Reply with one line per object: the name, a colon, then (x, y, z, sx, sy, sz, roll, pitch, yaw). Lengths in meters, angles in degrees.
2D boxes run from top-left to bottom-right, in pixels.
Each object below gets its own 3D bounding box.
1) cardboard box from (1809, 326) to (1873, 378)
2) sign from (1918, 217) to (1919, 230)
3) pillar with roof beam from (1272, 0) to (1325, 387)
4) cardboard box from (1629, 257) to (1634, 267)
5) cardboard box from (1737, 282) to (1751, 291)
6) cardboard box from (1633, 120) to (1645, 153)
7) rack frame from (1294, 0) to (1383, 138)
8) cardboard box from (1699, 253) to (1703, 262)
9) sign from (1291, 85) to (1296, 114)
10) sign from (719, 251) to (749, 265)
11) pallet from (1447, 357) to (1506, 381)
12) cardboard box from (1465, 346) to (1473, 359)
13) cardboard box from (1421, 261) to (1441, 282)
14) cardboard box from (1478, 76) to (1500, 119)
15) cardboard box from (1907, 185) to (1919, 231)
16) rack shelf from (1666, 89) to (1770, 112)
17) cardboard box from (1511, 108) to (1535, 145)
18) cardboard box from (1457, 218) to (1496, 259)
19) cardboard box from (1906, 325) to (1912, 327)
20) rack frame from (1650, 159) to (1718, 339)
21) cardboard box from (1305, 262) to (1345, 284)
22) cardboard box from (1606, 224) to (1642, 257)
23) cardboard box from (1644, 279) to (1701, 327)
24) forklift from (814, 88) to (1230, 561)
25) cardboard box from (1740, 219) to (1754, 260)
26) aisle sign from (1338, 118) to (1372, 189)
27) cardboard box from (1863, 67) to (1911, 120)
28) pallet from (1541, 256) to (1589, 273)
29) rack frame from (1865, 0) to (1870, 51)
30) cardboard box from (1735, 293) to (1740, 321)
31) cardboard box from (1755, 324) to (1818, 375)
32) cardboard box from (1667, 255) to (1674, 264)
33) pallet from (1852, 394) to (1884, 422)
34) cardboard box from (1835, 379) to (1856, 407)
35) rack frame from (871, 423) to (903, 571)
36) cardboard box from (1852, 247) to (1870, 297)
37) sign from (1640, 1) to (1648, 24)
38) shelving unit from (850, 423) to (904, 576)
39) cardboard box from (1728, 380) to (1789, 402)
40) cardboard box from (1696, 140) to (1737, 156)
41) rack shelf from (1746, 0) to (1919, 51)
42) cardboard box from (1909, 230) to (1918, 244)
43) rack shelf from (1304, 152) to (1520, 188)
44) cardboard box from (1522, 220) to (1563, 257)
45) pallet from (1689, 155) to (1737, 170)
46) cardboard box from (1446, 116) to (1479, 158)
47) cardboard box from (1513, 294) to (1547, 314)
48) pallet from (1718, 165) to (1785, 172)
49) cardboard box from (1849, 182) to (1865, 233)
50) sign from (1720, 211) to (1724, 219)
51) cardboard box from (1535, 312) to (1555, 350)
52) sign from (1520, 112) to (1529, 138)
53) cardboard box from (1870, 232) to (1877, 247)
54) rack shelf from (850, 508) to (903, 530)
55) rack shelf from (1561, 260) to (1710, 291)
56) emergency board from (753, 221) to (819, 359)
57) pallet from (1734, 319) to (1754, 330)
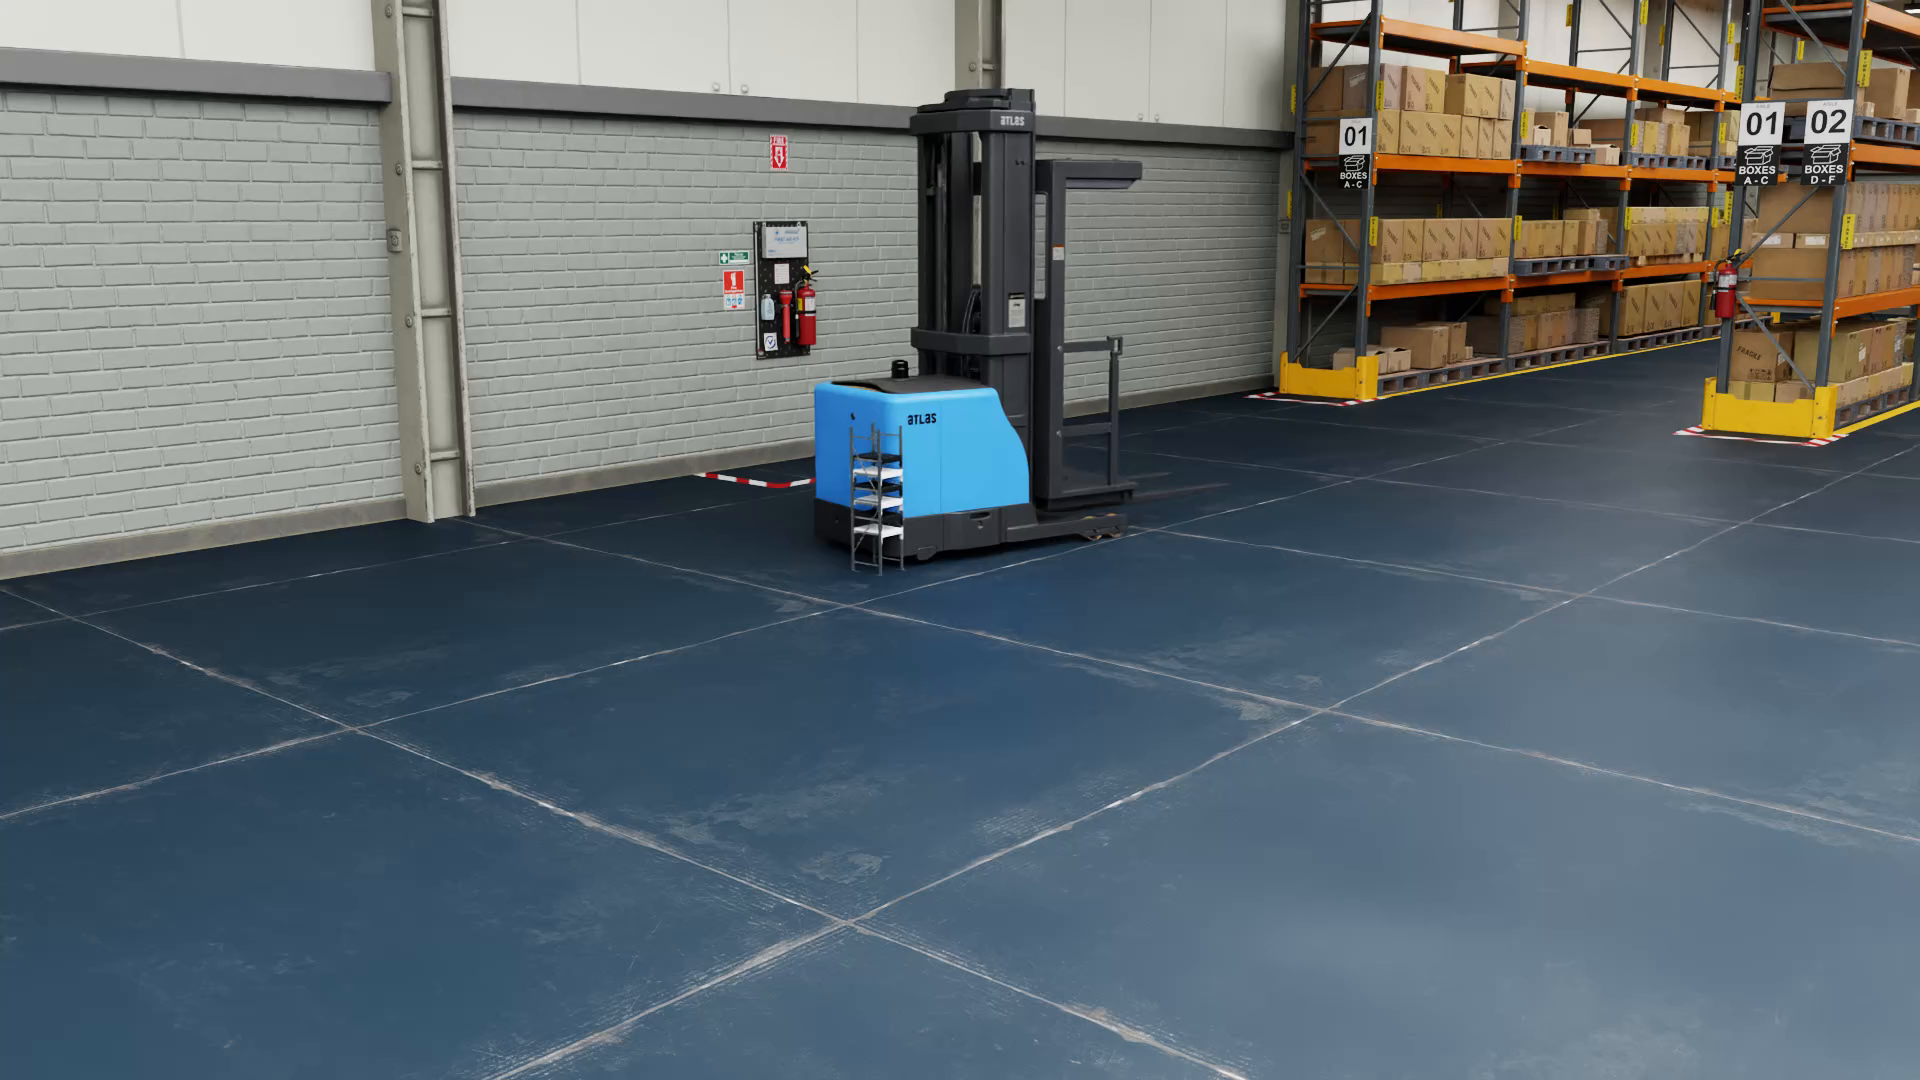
cardboard box: (9.234, -1.977, 17.485, 0.500, 0.500, 0.500, 10, 15, 40)
sign: (12.931, -4.327, 22.465, 0.100, 0.325, 0.005, 10, 15, 40)
pillar with roof beam: (7.386, -5.793, 17.239, 9.100, 9.000, 0.400, 10, 15, 40)
cardboard box: (10.185, -4.311, 25.726, 0.380, 0.149, 0.250, 10, 15, 41)
cardboard box: (14.399, -4.649, 30.482, 0.380, 0.149, 0.250, 10, 15, 42)
cardboard box: (10.208, -6.269, 25.902, 0.700, 0.500, 0.500, 9, 14, 37)
rack frame: (4.340, -6.135, 18.950, 1.000, 3.000, 0.127, 10, 15, 40)
cardboard box: (12.251, -4.758, 27.967, 0.380, 0.149, 0.250, 10, 15, 41)
sign: (3.936, -5.172, 19.531, 0.100, 0.325, 0.005, 10, 15, 40)
sign: (-1.901, -2.375, 13.999, 0.001, 0.109, 0.331, 10, 15, 40)
pallet: (6.564, -2.310, 22.239, 1.003, 0.211, 1.213, 10, 15, 40)
cardboard box: (6.650, -2.525, 22.305, 0.380, 0.166, 0.250, 7, 14, 33)
cardboard box: (5.573, -3.312, 20.467, 0.500, 0.250, 0.500, 9, 15, 39)
cardboard box: (6.498, -5.610, 21.123, 0.500, 0.500, 0.500, 11, 16, 43)
cardboard box: (10.416, -3.760, 18.812, 0.700, 0.500, 0.500, 10, 15, 41)
rack shelf: (13.582, -7.645, 29.372, 1.077, 0.370, 4.000, 10, 15, 40)
cardboard box: (7.401, -5.577, 22.490, 0.500, 0.500, 0.500, -9, 15, -39)
cardboard box: (6.576, -3.901, 21.503, 0.500, 0.500, 0.500, 10, 15, 40)
cardboard box: (11.760, -2.594, 21.058, 0.500, 0.311, 0.500, 10, 15, 40)
rack frame: (12.261, -4.958, 28.377, 1.000, 3.000, 0.127, 10, 15, 40)
cardboard box: (4.503, -3.223, 20.020, 0.500, 0.250, 0.500, 10, 15, 41)
cardboard box: (10.134, -4.613, 25.582, 0.500, 0.500, 0.500, 10, 15, 42)
cardboard box: (11.930, -3.997, 27.983, 0.750, 0.750, 0.750, 10, 15, 41)
forklift: (0.530, -1.508, 11.278, 3.031, 2.935, 1.130, -8, 14, -34)
cardboard box: (13.591, -5.398, 29.813, 0.980, 0.700, 0.700, 9, 14, 38)
aisle sign: (4.518, -4.418, 19.036, 0.394, 0.787, 0.004, 10, 15, 40)
cardboard box: (9.365, -4.556, 17.021, 0.500, 0.500, 0.500, 10, 15, 40)
pallet: (8.345, -3.979, 23.964, 1.003, 0.211, 1.213, 10, 15, 40)
rack frame: (10.704, -6.083, 18.692, 1.000, 3.000, 0.127, 10, 15, 40)
cardboard box: (13.507, -4.184, 29.810, 0.700, 0.500, 0.500, 10, 15, 42)
cardboard box: (8.843, -2.044, 17.822, 0.500, 0.500, 0.500, 10, 15, 40)
cardboard box: (11.379, -4.577, 27.060, 0.380, 0.149, 0.250, 9, 15, 39)
pallet: (9.342, -1.482, 18.092, 1.003, 0.211, 1.213, 10, 15, 40)
cardboard box: (8.912, -1.534, 17.183, 0.500, 0.250, 0.500, 10, 15, 40)
rack frame: (-0.448, -0.266, 10.247, 0.240, 0.900, 0.006, 8, 14, 36)
cardboard box: (9.056, -2.819, 17.411, 0.700, 0.500, 0.500, 10, 15, 41)
sign: (10.035, -7.740, 24.400, 0.100, 0.325, 0.005, 10, 15, 40)
shelving unit: (-0.510, -0.250, 10.167, 0.258, 0.900, 0.210, 8, 14, 36)
cardboard box: (8.196, -1.527, 17.148, 0.500, 0.250, 0.500, 10, 15, 40)
cardboard box: (12.915, -6.678, 28.385, 0.500, 0.250, 0.500, 10, 15, 40)
rack shelf: (9.384, -5.240, 17.329, 1.077, 0.370, 4.000, 10, 15, 40)
cardboard box: (10.521, -3.405, 18.687, 0.380, 0.149, 0.250, 9, 15, 39)
rack shelf: (5.660, -4.605, 20.787, 1.077, 0.370, 4.000, 10, 15, 40)
cardboard box: (8.127, -4.299, 23.696, 0.500, 0.500, 0.700, -10, 15, -40)
pallet: (12.809, -6.505, 28.688, 1.003, 0.211, 1.213, 10, 15, 40)
cardboard box: (6.152, -5.045, 20.849, 0.500, 0.500, 0.500, 9, 14, 38)
cardboard box: (8.083, -3.392, 23.877, 0.500, 0.250, 0.500, 9, 15, 39)
pallet: (14.420, -6.864, 30.485, 1.003, 0.211, 1.213, 10, 15, 40)
cardboard box: (8.759, -3.391, 16.962, 0.700, 0.500, 0.500, 9, 15, 39)
sign: (14.489, -6.083, 31.594, 0.100, 0.325, 0.005, 10, 15, 40)
cardboard box: (8.124, -3.034, 24.001, 0.700, 0.500, 0.500, 10, 15, 41)
sign: (7.393, -5.437, 21.794, 0.100, 0.325, 0.005, 10, 15, 40)
cardboard box: (9.333, -3.139, 17.360, 0.380, 0.149, 0.250, 10, 15, 40)
rack shelf: (-0.510, -0.129, 10.191, 0.258, 0.077, 0.200, 8, 14, 36)
rack shelf: (10.941, -4.311, 26.974, 1.077, 0.370, 4.000, 10, 15, 40)
emergency board: (-1.468, -2.166, 14.398, 0.194, 1.169, 0.643, 10, 15, 40)
pallet: (13.627, -3.873, 30.062, 1.003, 0.211, 1.213, 10, 15, 40)
